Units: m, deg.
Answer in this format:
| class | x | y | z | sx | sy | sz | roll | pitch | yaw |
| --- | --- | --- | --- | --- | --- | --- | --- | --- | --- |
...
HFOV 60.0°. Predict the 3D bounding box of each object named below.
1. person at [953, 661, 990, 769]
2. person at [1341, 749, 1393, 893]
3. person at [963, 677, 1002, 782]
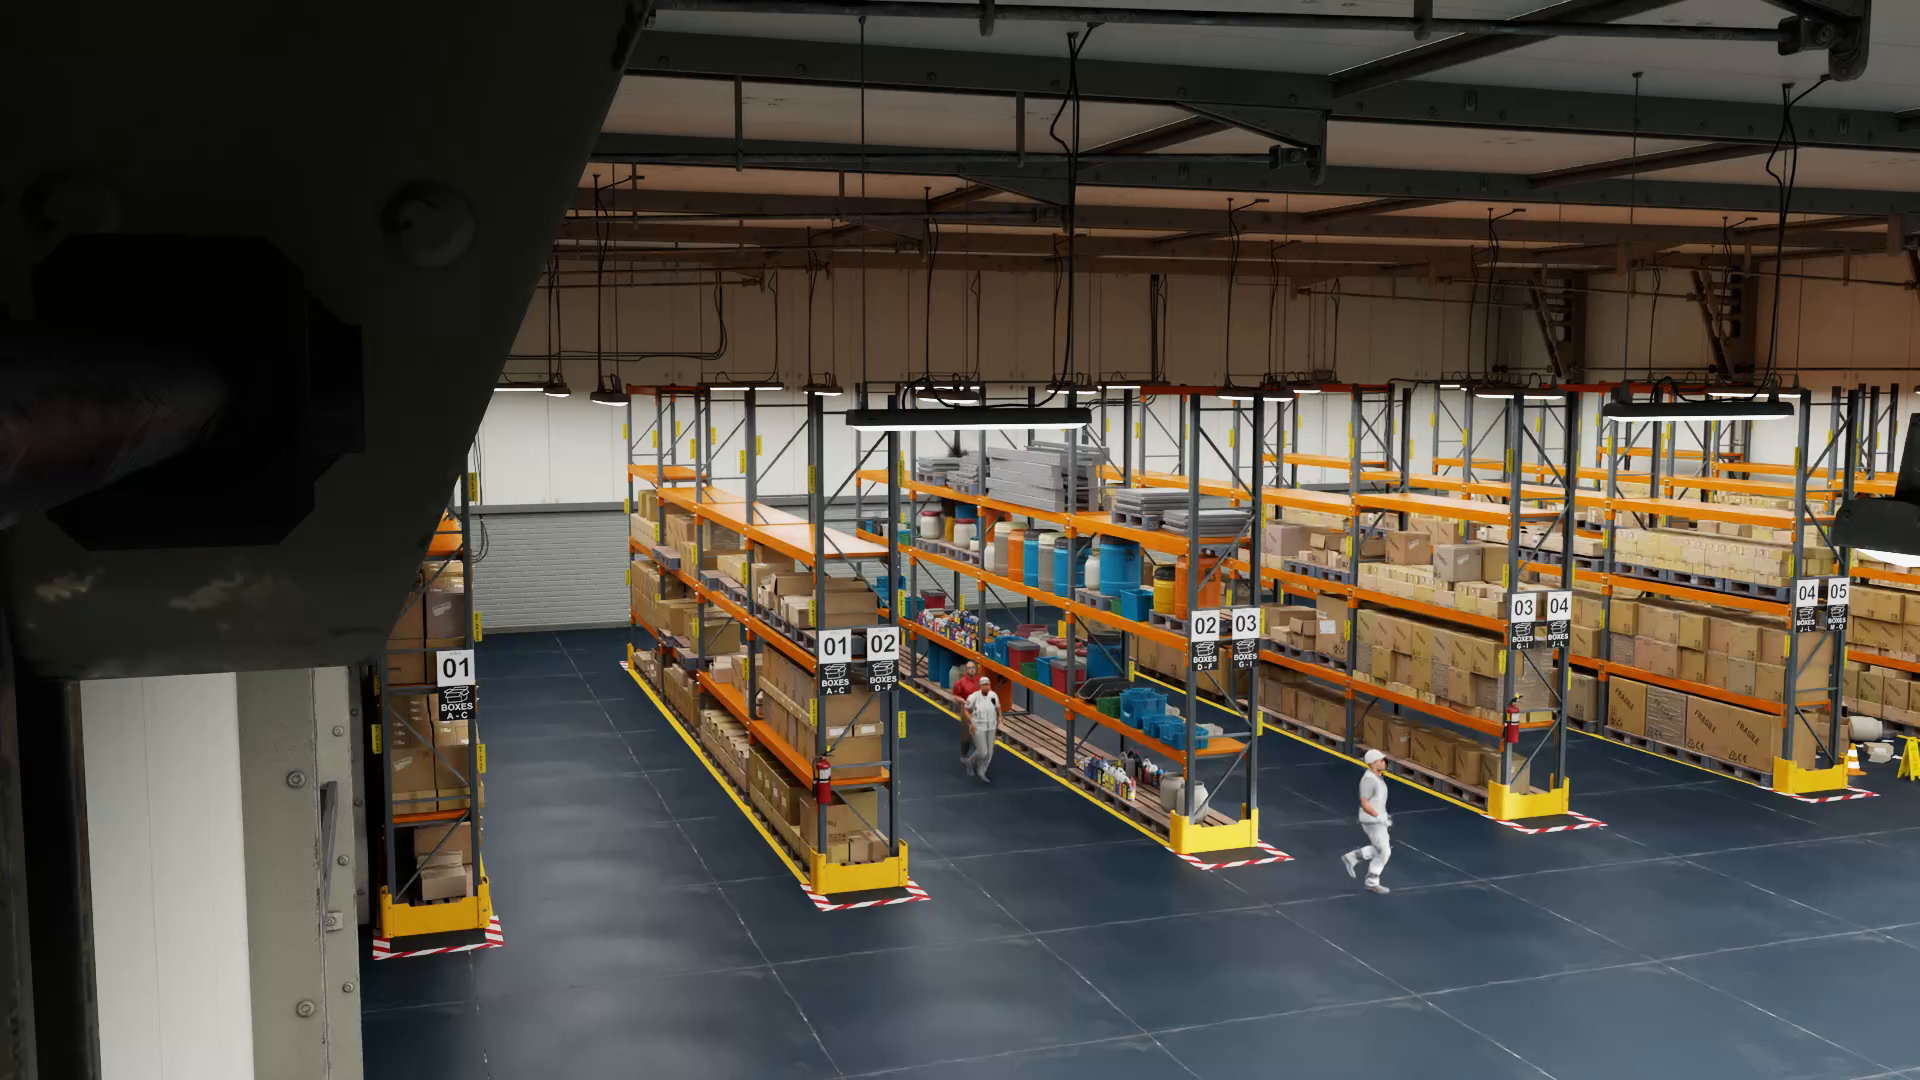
| class | x | y | z | sx | sy | sz | roll | pitch | yaw |
| --- | --- | --- | --- | --- | --- | --- | --- | --- | --- |
| person | 0.212 | 2.793 | 26.301 | 0.670 | 1.773 | 0.767 | -2 | 6 | -14 |
| person | 4.938 | 3.388 | 20.142 | 0.630 | 1.742 | 0.674 | 2 | 6 | 20 |
| person | 0.388 | 2.901 | 25.443 | 0.592 | 1.636 | 0.561 | -2 | 6 | -22 |
